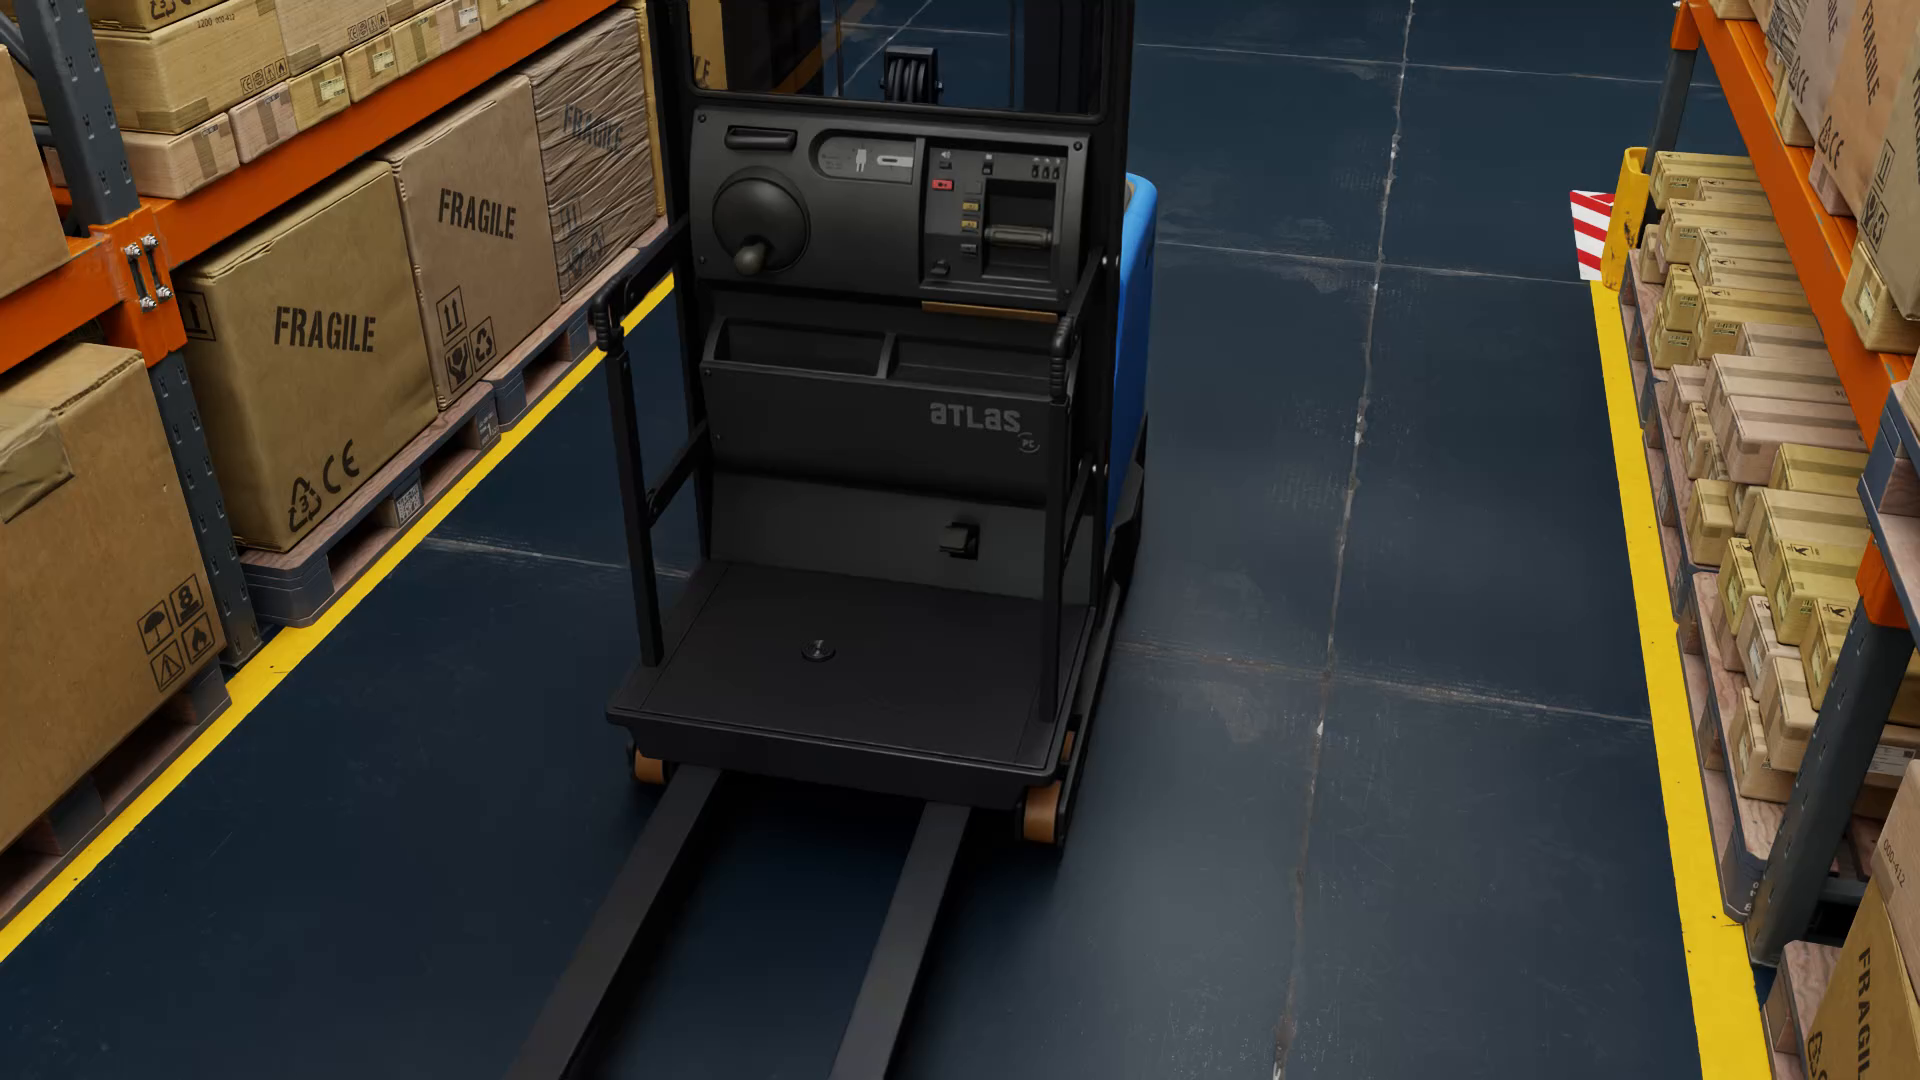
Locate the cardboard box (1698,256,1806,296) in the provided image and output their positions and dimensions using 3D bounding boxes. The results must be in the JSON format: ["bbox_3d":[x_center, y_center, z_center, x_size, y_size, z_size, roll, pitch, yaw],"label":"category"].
[{"bbox_3d":[2.626,-0.791,5.409,0.380,0.149,0.250,9,34,14],"label":"cardboard box"}]

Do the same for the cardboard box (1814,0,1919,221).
[{"bbox_3d":[2.259,-0.997,3.652,0.500,0.500,0.500,7,33,11],"label":"cardboard box"}]

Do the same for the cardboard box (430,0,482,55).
[{"bbox_3d":[-1.770,-1.673,5.320,0.380,0.149,0.250,8,33,13],"label":"cardboard box"}]

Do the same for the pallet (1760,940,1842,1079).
[{"bbox_3d":[2.080,1.310,2.992,1.003,0.211,1.213,8,33,12],"label":"pallet"}]

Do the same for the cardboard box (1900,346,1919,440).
[{"bbox_3d":[1.731,-0.200,2.611,0.380,0.149,0.250,6,33,10],"label":"cardboard box"}]

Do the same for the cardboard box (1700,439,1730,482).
[{"bbox_3d":[2.440,-0.158,4.968,0.380,0.149,0.250,9,33,13],"label":"cardboard box"}]

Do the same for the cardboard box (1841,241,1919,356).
[{"bbox_3d":[2.082,-0.493,3.464,0.380,0.149,0.250,7,33,11],"label":"cardboard box"}]

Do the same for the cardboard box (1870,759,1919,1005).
[{"bbox_3d":[1.833,0.638,2.690,0.500,0.250,0.500,7,33,10],"label":"cardboard box"}]

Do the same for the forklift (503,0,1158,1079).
[{"bbox_3d":[-0.217,-0.715,3.643,1.130,2.935,3.031,7,33,11],"label":"forklift"}]

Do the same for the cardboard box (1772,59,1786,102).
[{"bbox_3d":[2.546,-1.300,4.734,0.380,0.149,0.250,9,34,14],"label":"cardboard box"}]

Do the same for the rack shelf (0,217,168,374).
[{"bbox_3d":[-3.003,0.343,2.585,1.077,0.370,4.000,8,33,12],"label":"rack shelf"}]

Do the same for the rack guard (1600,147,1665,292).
[{"bbox_3d":[3.272,-1.252,6.753,1.175,0.500,0.348,8,33,12],"label":"rack guard"}]

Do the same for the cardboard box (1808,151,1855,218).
[{"bbox_3d":[2.337,-0.899,4.103,0.380,0.149,0.250,7,33,10],"label":"cardboard box"}]

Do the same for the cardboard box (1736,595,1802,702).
[{"bbox_3d":[2.105,0.281,4.001,0.380,0.149,0.250,6,33,10],"label":"cardboard box"}]

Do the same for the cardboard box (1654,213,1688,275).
[{"bbox_3d":[2.786,-1.075,6.133,0.380,0.149,0.250,8,33,12],"label":"cardboard box"}]

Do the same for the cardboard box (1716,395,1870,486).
[{"bbox_3d":[2.318,-0.261,4.576,0.380,0.149,0.250,6,33,10],"label":"cardboard box"}]

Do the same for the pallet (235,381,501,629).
[{"bbox_3d":[-2.227,-0.205,5.376,1.003,0.211,1.213,8,33,12],"label":"pallet"}]

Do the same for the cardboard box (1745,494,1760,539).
[{"bbox_3d":[2.315,0.023,4.407,0.380,0.149,0.250,8,33,13],"label":"cardboard box"}]

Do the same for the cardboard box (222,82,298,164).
[{"bbox_3d":[-2.032,-1.137,4.476,0.380,0.149,0.250,7,33,11],"label":"cardboard box"}]

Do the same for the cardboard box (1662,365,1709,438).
[{"bbox_3d":[2.514,-0.435,5.404,0.380,0.149,0.250,6,33,10],"label":"cardboard box"}]

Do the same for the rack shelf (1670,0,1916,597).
[{"bbox_3d":[2.784,-1.005,4.705,1.077,0.370,4.000,8,33,12],"label":"rack shelf"}]

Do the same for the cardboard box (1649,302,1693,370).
[{"bbox_3d":[2.634,-0.698,5.817,0.380,0.149,0.250,8,33,13],"label":"cardboard box"}]

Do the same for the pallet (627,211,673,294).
[{"bbox_3d":[-1.608,-1.472,7.368,1.003,0.211,1.213,8,33,12],"label":"pallet"}]

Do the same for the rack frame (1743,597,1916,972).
[{"bbox_3d":[2.276,-0.271,2.880,1.000,3.000,0.127,8,33,12],"label":"rack frame"}]

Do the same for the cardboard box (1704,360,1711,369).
[{"bbox_3d":[2.664,-0.667,5.491,0.380,0.149,0.250,6,33,10],"label":"cardboard box"}]

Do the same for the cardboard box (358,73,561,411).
[{"bbox_3d":[-2.022,-1.078,5.738,0.875,0.875,0.875,8,33,12],"label":"cardboard box"}]

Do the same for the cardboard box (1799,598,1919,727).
[{"bbox_3d":[2.115,0.284,3.718,0.380,0.149,0.250,9,34,14],"label":"cardboard box"}]

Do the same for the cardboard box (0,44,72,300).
[{"bbox_3d":[-2.350,-0.761,3.557,0.500,0.500,0.500,8,33,13],"label":"cardboard box"}]

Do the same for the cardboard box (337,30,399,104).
[{"bbox_3d":[-1.901,-1.410,4.907,0.380,0.149,0.250,7,33,11],"label":"cardboard box"}]

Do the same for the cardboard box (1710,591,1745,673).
[{"bbox_3d":[2.198,0.236,4.349,0.380,0.149,0.250,7,33,11],"label":"cardboard box"}]

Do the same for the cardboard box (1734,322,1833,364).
[{"bbox_3d":[2.544,-0.517,4.978,0.380,0.149,0.250,8,33,12],"label":"cardboard box"}]

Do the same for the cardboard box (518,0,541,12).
[{"bbox_3d":[-1.641,-1.945,5.748,0.380,0.149,0.250,9,33,13],"label":"cardboard box"}]

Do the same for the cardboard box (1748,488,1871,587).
[{"bbox_3d":[2.198,0.016,4.140,0.380,0.149,0.250,8,33,12],"label":"cardboard box"}]

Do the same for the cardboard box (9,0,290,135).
[{"bbox_3d":[-2.123,-1.269,4.312,0.500,0.250,0.500,7,33,11],"label":"cardboard box"}]

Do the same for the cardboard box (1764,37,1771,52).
[{"bbox_3d":[2.722,-1.556,5.136,0.380,0.149,0.250,8,33,12],"label":"cardboard box"}]

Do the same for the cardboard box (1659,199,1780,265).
[{"bbox_3d":[2.688,-1.073,5.853,0.380,0.149,0.250,8,33,12],"label":"cardboard box"}]

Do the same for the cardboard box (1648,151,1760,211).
[{"bbox_3d":[2.830,-1.346,6.282,0.380,0.149,0.250,7,33,10],"label":"cardboard box"}]

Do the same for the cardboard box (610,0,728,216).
[{"bbox_3d":[-1.566,-2.012,7.207,0.875,0.875,0.875,8,33,12],"label":"cardboard box"}]

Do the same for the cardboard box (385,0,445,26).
[{"bbox_3d":[-1.866,-1.796,5.141,0.500,0.250,0.500,9,33,14],"label":"cardboard box"}]

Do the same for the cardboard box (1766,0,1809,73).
[{"bbox_3d":[2.539,-1.520,4.474,0.500,0.500,0.500,7,33,11],"label":"cardboard box"}]

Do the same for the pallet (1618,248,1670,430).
[{"bbox_3d":[3.032,-0.713,6.175,1.003,0.211,1.213,8,33,12],"label":"pallet"}]

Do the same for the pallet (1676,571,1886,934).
[{"bbox_3d":[2.413,0.553,4.184,1.003,0.211,1.213,8,33,12],"label":"pallet"}]
